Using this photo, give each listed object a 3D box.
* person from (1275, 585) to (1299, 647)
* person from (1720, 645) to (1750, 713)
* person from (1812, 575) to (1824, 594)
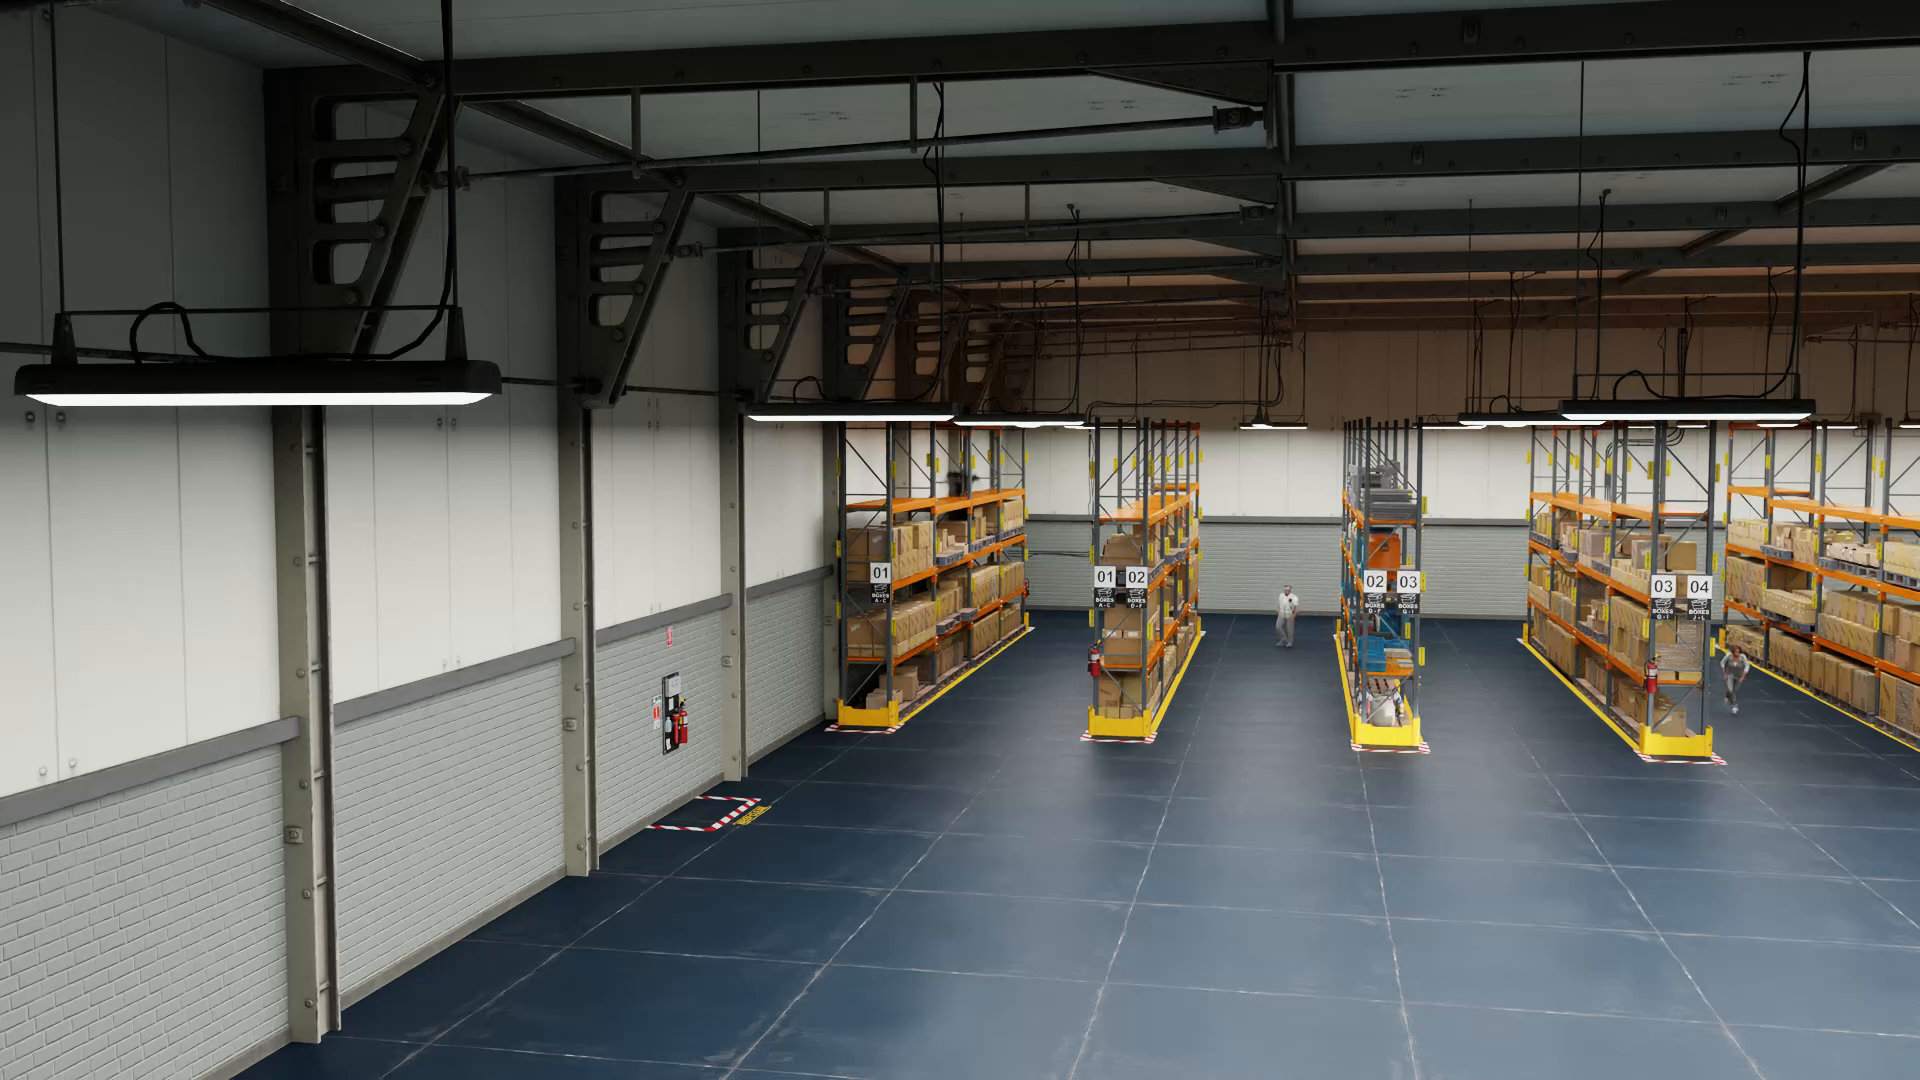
[{"bbox_3d":[8.671,2.012,44.023,0.660,1.690,0.743,2,4,28],"label":"person"},{"bbox_3d":[15.832,2.814,34.019,0.534,1.421,0.968,1,4,18],"label":"person"},{"bbox_3d":[23.637,1.838,46.106,0.698,1.783,0.638,-1,4,-20],"label":"person"}]
